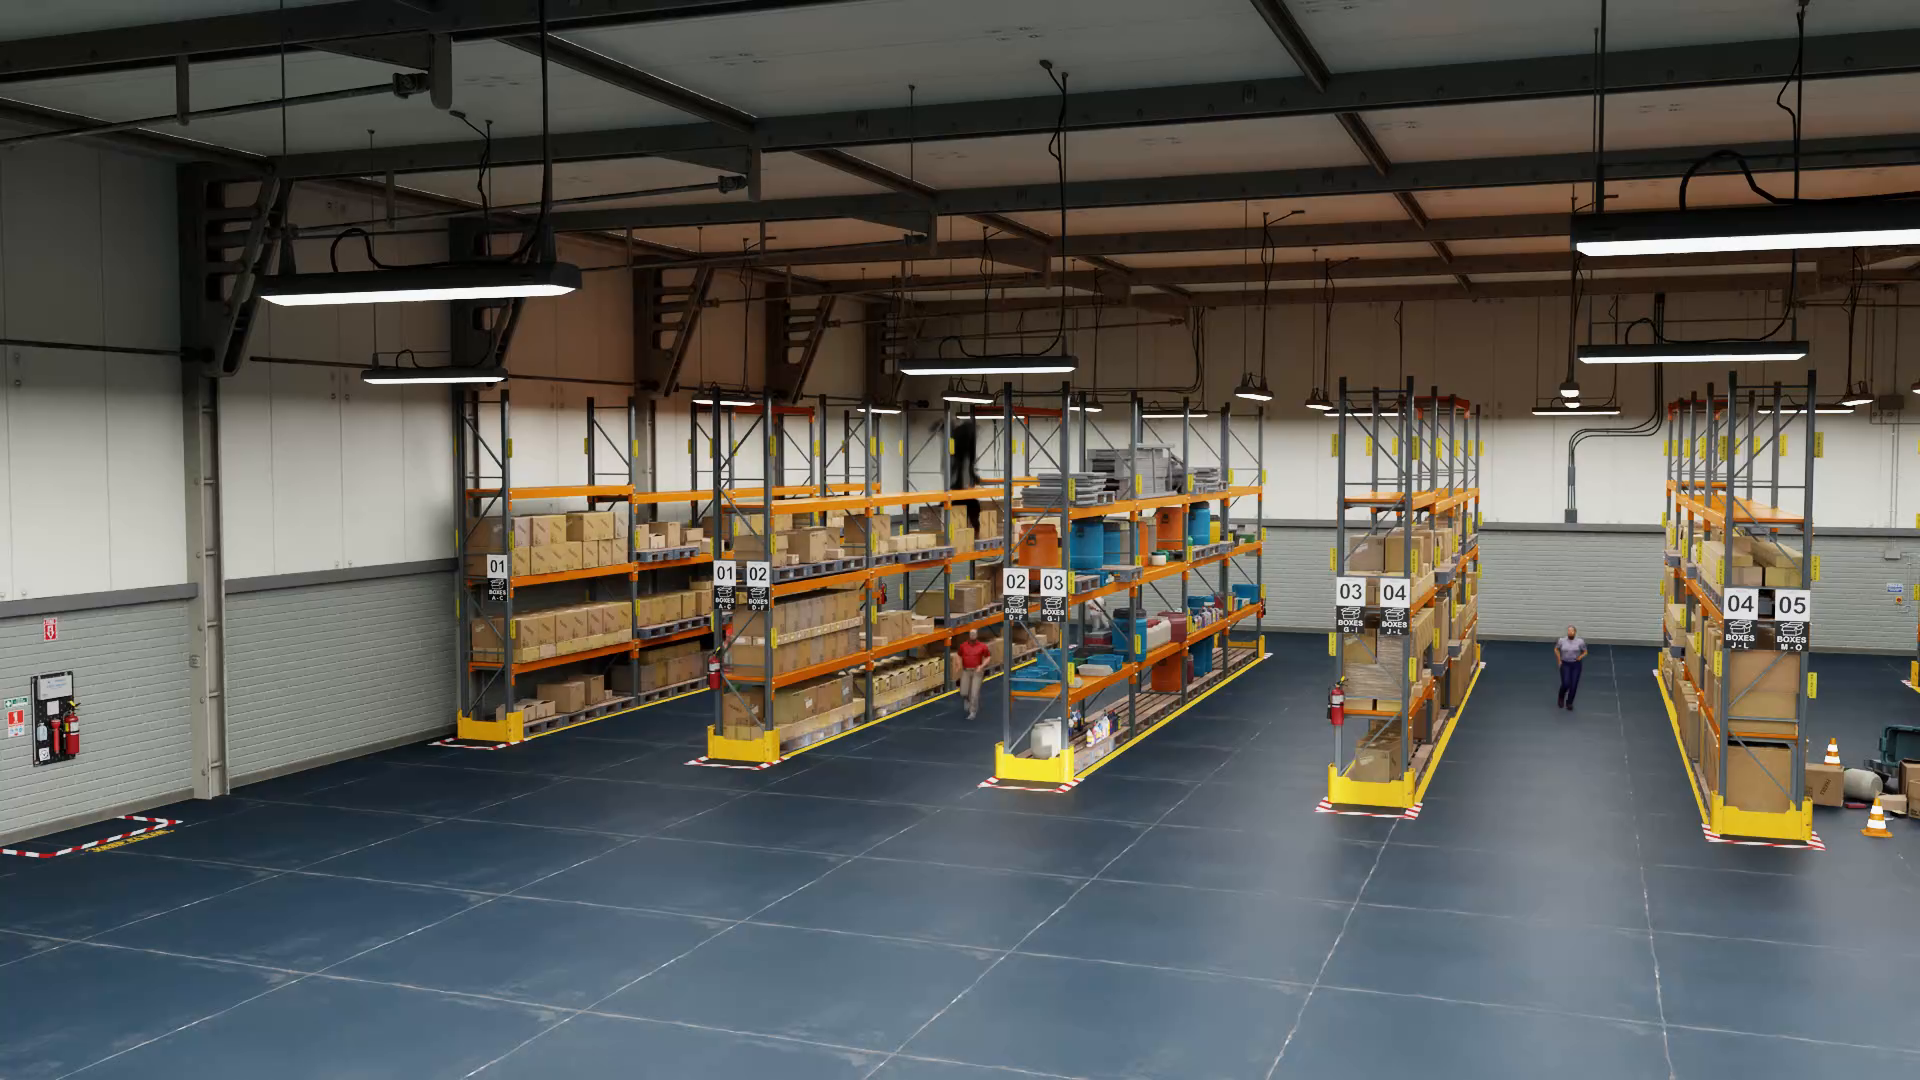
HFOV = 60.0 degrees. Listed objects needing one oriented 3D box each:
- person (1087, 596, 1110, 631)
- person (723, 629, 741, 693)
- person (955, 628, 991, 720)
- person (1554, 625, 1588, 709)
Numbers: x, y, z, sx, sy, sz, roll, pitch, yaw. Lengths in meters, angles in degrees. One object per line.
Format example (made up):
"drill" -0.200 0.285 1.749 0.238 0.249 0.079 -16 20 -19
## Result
"person" 3.452 1.881 41.765 0.587 1.683 0.644 -2 4 -30
"person" -4.083 2.467 30.094 0.660 1.774 1.134 1 3 19
"person" 0.239 2.480 30.799 0.677 1.673 0.604 1 3 12
"person" 11.686 2.447 31.794 0.586 1.602 0.584 1 3 16
